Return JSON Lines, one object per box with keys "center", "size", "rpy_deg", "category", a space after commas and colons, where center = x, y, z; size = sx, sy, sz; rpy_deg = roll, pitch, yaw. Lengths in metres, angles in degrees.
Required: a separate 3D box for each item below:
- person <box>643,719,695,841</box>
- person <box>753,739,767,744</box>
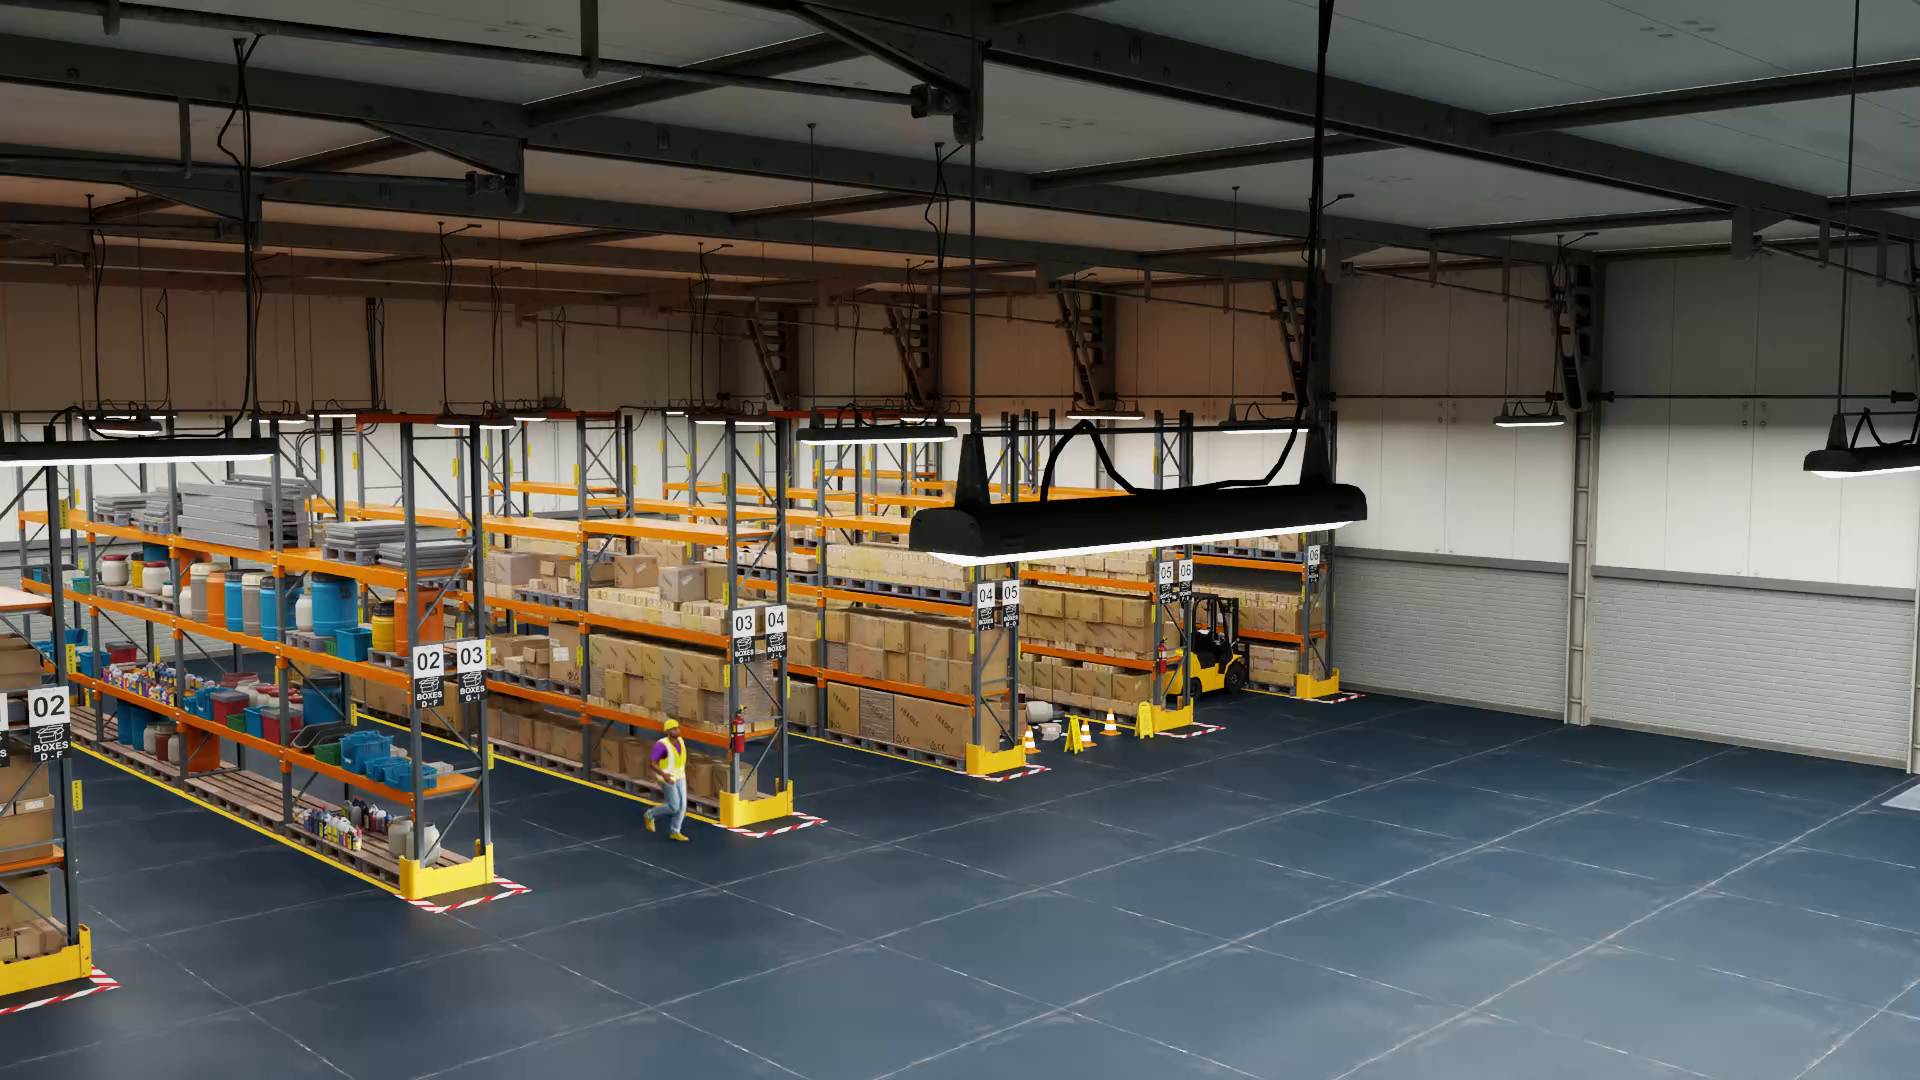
{"center": [-4.159, 3.412, 23.779], "size": [0.662, 1.741, 0.683], "rpy_deg": [3, 6, 30], "category": "person"}
{"center": [-3.850, 2.812, 30.382], "size": [0.969, 1.707, 0.656], "rpy_deg": [4, 6, 39], "category": "person"}
